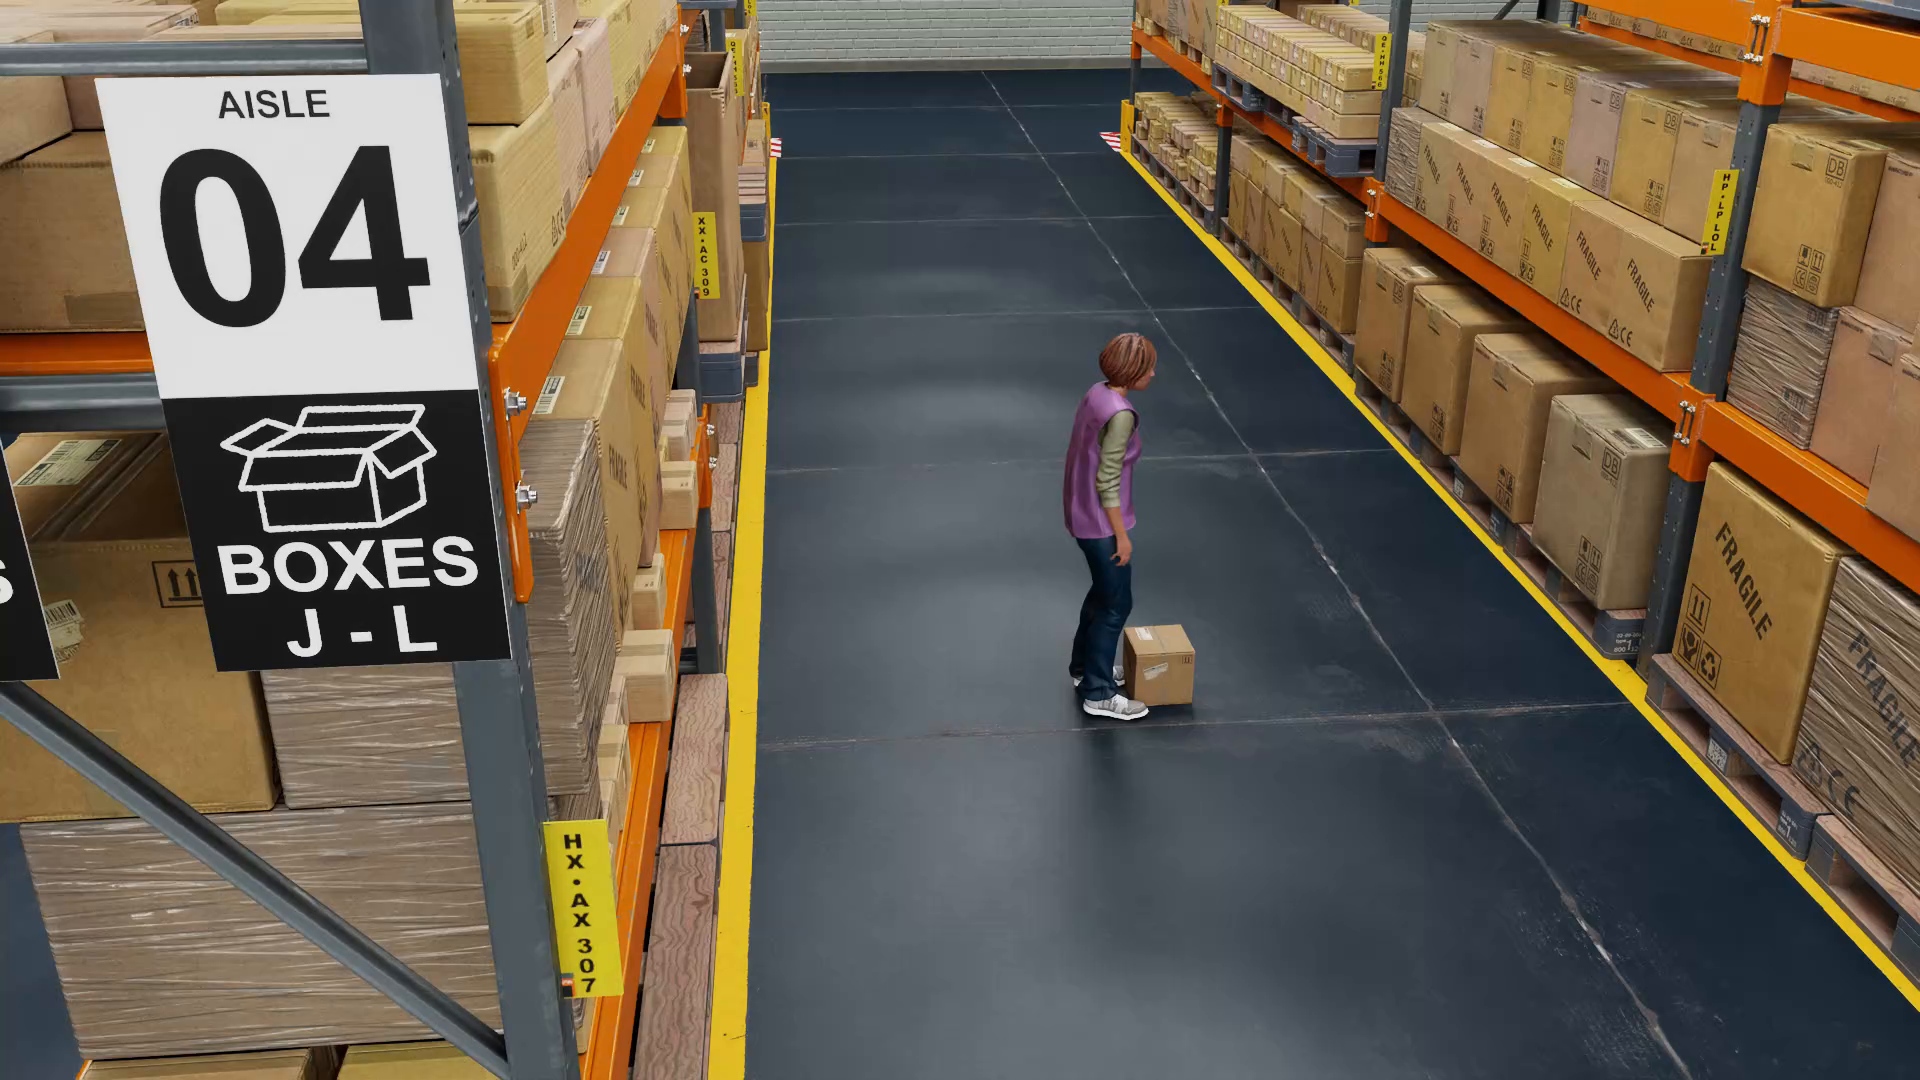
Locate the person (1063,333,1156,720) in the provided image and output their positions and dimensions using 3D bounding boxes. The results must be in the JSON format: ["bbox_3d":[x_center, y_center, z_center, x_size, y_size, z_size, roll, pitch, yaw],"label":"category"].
[{"bbox_3d":[0.598,-0.065,6.761,0.345,1.593,0.460,-2,24,-5],"label":"person"}]
